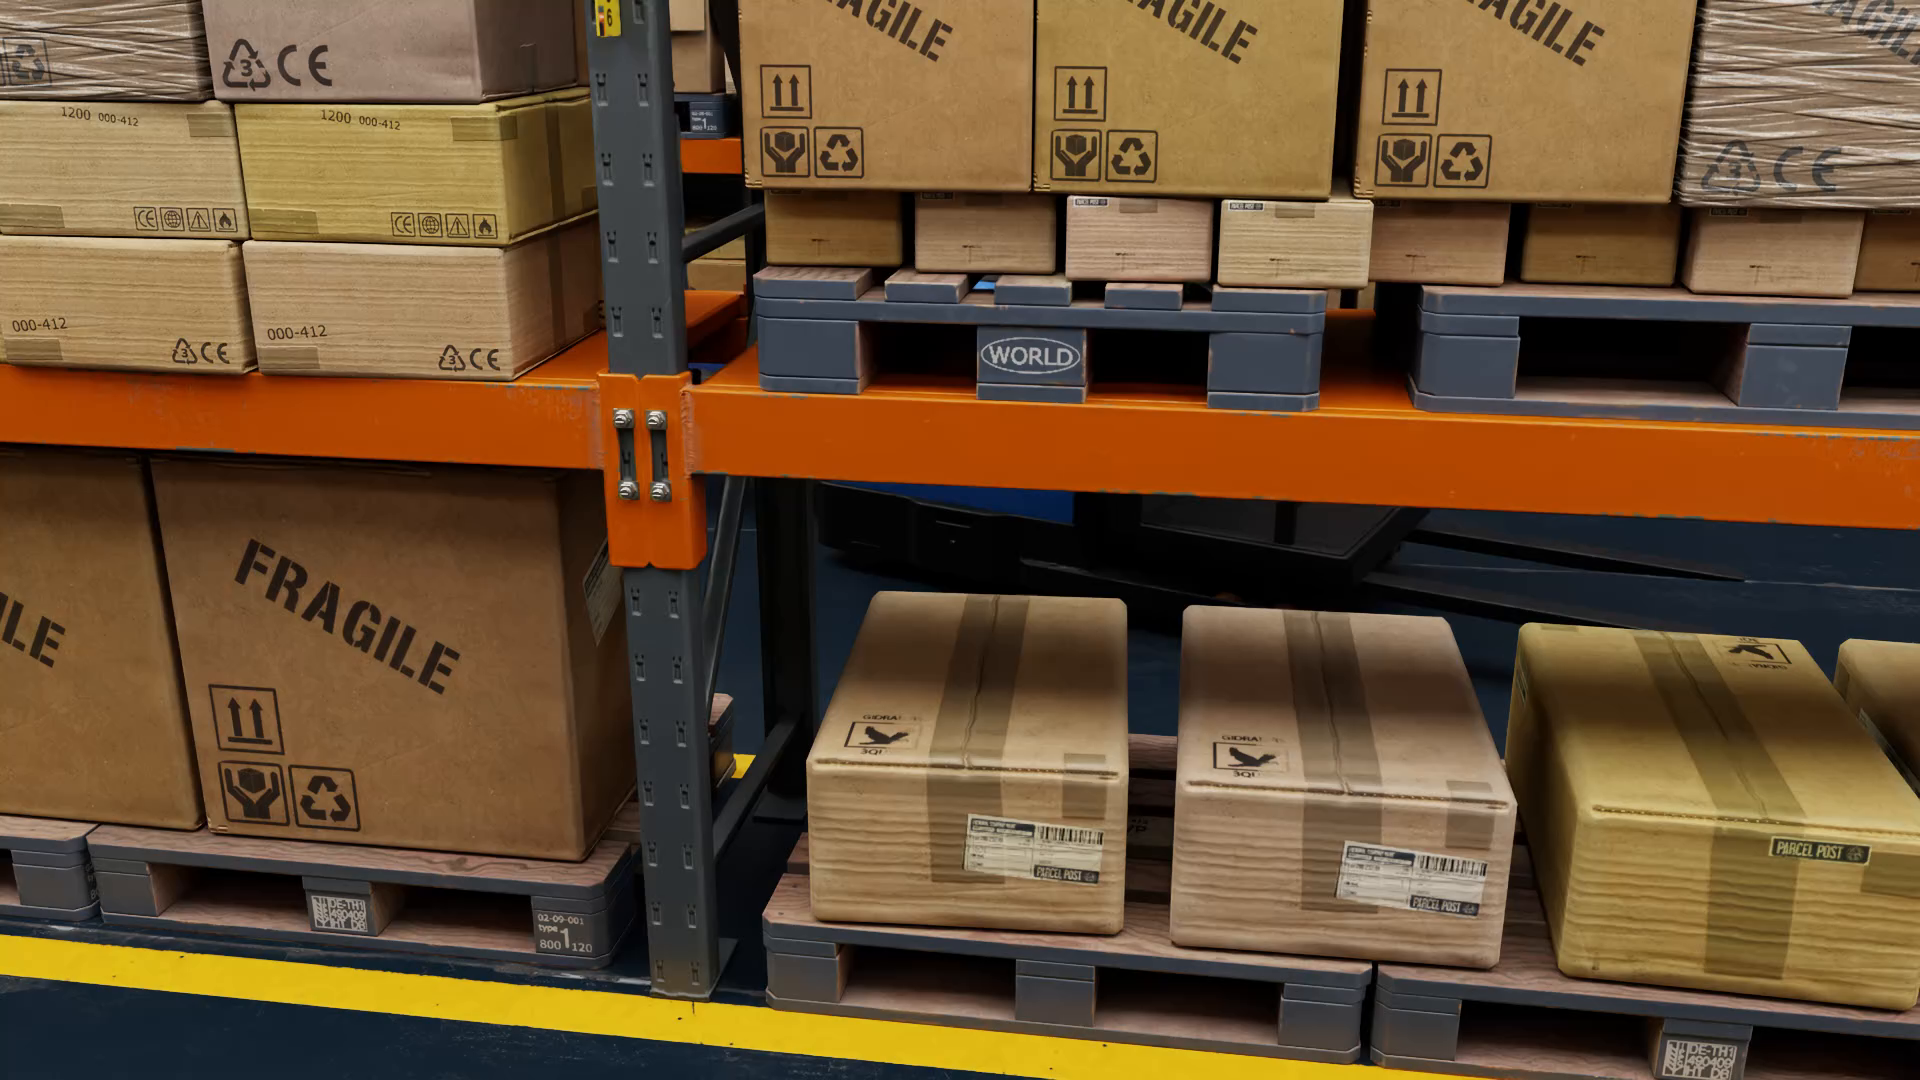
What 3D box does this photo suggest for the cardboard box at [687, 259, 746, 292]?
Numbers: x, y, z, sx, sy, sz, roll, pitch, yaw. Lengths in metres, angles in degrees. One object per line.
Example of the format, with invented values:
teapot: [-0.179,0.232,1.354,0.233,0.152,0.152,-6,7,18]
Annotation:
cardboard box: [-1.180,-1.201,8.442,0.500,0.500,0.500,4,19,11]

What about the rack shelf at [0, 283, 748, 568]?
rack shelf: [-2.478,-0.383,3.855,4.000,0.370,1.077,3,19,9]

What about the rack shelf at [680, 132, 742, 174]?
rack shelf: [-1.694,-1.939,8.503,4.000,0.370,1.077,3,19,9]

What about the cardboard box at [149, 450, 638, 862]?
cardboard box: [-1.172,0.124,3.893,0.875,0.875,0.875,3,19,8]

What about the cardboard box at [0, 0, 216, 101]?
cardboard box: [-1.563,-1.113,3.168,0.500,0.500,0.500,3,19,10]

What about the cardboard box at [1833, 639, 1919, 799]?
cardboard box: [2.218,0.564,3.371,0.625,0.372,0.950,4,19,12]

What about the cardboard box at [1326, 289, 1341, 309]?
cardboard box: [1.541,-1.186,8.201,0.625,0.625,0.875,4,19,10]

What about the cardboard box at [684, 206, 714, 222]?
cardboard box: [-1.470,-1.673,8.830,0.250,0.149,0.380,3,19,9]

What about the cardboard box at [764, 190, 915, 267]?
cardboard box: [-0.212,-0.629,3.191,0.250,0.149,0.380,2,19,5]

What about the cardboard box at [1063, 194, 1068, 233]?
cardboard box: [0.134,-0.770,3.612,0.250,0.149,0.380,3,19,9]

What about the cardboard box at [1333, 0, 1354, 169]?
cardboard box: [1.001,-1.028,3.360,0.500,0.500,0.500,2,19,5]

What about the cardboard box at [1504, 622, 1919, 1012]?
cardboard box: [1.531,0.529,3.474,0.625,0.372,0.950,4,19,10]

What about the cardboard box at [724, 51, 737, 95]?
cardboard box: [-0.812,-2.259,7.901,0.500,0.250,0.500,2,19,6]

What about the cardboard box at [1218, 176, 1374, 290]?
cardboard box: [0.593,-0.556,2.972,0.250,0.149,0.380,3,19,9]

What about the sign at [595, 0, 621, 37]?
sign: [-0.588,-0.999,2.736,0.005,0.325,0.100,3,19,9]

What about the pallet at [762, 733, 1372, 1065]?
pallet: [0.268,0.738,3.764,1.213,0.211,1.003,3,19,9]

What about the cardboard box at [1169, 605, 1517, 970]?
cardboard box: [0.783,0.489,3.593,0.625,0.372,0.950,3,19,8]

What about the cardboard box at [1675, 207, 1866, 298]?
cardboard box: [1.377,-0.533,2.902,0.250,0.149,0.380,4,19,10]

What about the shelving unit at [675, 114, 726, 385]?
shelving unit: [-0.751,-0.893,6.610,1.048,1.500,0.538,6,19,18]

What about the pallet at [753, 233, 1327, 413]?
pallet: [0.218,-0.530,3.463,1.003,0.211,1.213,3,19,9]

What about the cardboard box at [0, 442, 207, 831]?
cardboard box: [-2.052,0.078,4.031,0.875,0.875,0.875,3,19,9]

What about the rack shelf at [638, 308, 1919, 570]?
rack shelf: [1.472,-0.182,3.254,4.000,0.370,1.077,3,19,9]

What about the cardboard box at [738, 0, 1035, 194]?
cardboard box: [-0.095,-0.916,3.026,0.500,0.500,0.500,2,19,7]

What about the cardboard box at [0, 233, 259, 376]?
cardboard box: [-1.550,-0.518,3.359,0.500,0.250,0.500,3,19,10]

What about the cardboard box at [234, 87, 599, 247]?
cardboard box: [-1.021,-0.735,3.220,0.500,0.250,0.500,3,19,8]

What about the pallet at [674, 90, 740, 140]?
pallet: [-1.640,-2.185,8.407,1.213,0.211,1.003,3,19,9]

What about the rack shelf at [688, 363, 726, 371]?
rack shelf: [-0.751,-0.723,6.667,1.000,0.185,0.538,6,19,18]

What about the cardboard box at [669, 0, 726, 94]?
cardboard box: [-1.360,-2.451,8.078,0.637,0.503,0.797,2,19,7]

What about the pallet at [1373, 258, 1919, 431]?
pallet: [1.458,-0.446,3.211,1.213,0.211,1.003,3,19,9]

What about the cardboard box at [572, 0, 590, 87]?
cardboard box: [-0.951,-1.247,3.569,0.500,0.500,0.500,2,19,7]

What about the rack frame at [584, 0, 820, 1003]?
rack frame: [-0.503,-0.624,3.440,0.127,3.000,1.000,3,19,9]

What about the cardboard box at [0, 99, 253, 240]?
cardboard box: [-1.528,-0.759,3.293,0.500,0.250,0.500,2,19,7]

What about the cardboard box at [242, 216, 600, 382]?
cardboard box: [-1.043,-0.497,3.297,0.500,0.250,0.500,2,19,7]

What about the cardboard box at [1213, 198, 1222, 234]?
cardboard box: [0.637,-0.756,3.571,0.250,0.149,0.380,2,19,6]

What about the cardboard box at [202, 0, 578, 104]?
cardboard box: [-1.055,-1.090,3.099,0.500,0.500,0.500,2,19,7]

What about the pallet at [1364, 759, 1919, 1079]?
pallet: [1.469,0.800,3.578,1.213,0.211,1.003,3,19,9]

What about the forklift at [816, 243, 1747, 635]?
forklift: [1.018,-1.216,5.319,3.031,2.935,1.130,10,21,28]

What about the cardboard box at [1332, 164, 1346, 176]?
cardboard box: [0.911,-0.747,3.542,0.250,0.149,0.380,3,19,10]

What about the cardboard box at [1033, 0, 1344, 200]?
cardboard box: [0.420,-0.892,2.955,0.500,0.500,0.500,4,19,11]

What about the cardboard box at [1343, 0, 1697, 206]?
cardboard box: [0.946,-0.868,2.881,0.500,0.500,0.500,3,19,10]

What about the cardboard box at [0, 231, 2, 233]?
cardboard box: [-2.037,-0.779,3.351,0.500,0.250,0.500,2,19,7]

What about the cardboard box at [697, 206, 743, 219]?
cardboard box: [-1.220,-1.674,8.835,0.250,0.149,0.380,3,19,7]

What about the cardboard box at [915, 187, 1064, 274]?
cardboard box: [0.062,-0.605,3.117,0.250,0.149,0.380,2,19,5]

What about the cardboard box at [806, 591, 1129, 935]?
cardboard box: [0.053,0.455,3.696,0.625,0.372,0.950,2,19,5]

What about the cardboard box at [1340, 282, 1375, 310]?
cardboard box: [2.206,-1.152,8.100,0.625,0.625,0.875,2,19,6]

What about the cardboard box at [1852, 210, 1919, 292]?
cardboard box: [1.646,-0.543,2.934,0.250,0.149,0.380,2,19,7]

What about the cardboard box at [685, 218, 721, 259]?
cardboard box: [-1.274,-1.517,8.365,0.250,0.149,0.380,3,19,8]

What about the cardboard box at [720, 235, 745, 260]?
cardboard box: [-1.028,-1.505,8.328,0.250,0.149,0.380,3,19,10]

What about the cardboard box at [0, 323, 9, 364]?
cardboard box: [-2.045,-0.548,3.450,0.500,0.250,0.500,3,19,8]

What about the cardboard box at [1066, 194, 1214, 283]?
cardboard box: [0.325,-0.576,3.032,0.250,0.149,0.380,2,19,5]

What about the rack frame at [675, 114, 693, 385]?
rack frame: [-1.233,-0.945,6.763,0.032,1.500,0.500,6,19,18]

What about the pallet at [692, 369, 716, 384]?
pallet: [-1.652,-0.968,8.864,1.213,0.211,1.003,3,19,9]

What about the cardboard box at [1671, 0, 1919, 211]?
cardboard box: [1.438,-0.840,2.798,0.500,0.500,0.500,2,19,7]

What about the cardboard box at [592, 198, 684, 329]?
cardboard box: [-0.946,-0.656,3.773,0.500,0.250,0.500,3,19,8]

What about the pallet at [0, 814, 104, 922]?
pallet: [-2.470,0.573,4.258,1.213,0.211,1.003,3,19,9]

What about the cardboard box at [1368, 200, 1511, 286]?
cardboard box: [0.844,-0.568,3.008,0.250,0.149,0.380,4,19,12]

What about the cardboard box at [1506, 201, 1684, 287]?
cardboard box: [1.129,-0.566,3.002,0.250,0.149,0.380,4,19,11]

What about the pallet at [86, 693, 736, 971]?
pallet: [-1.269,0.635,4.072,1.213,0.211,1.003,3,19,9]
